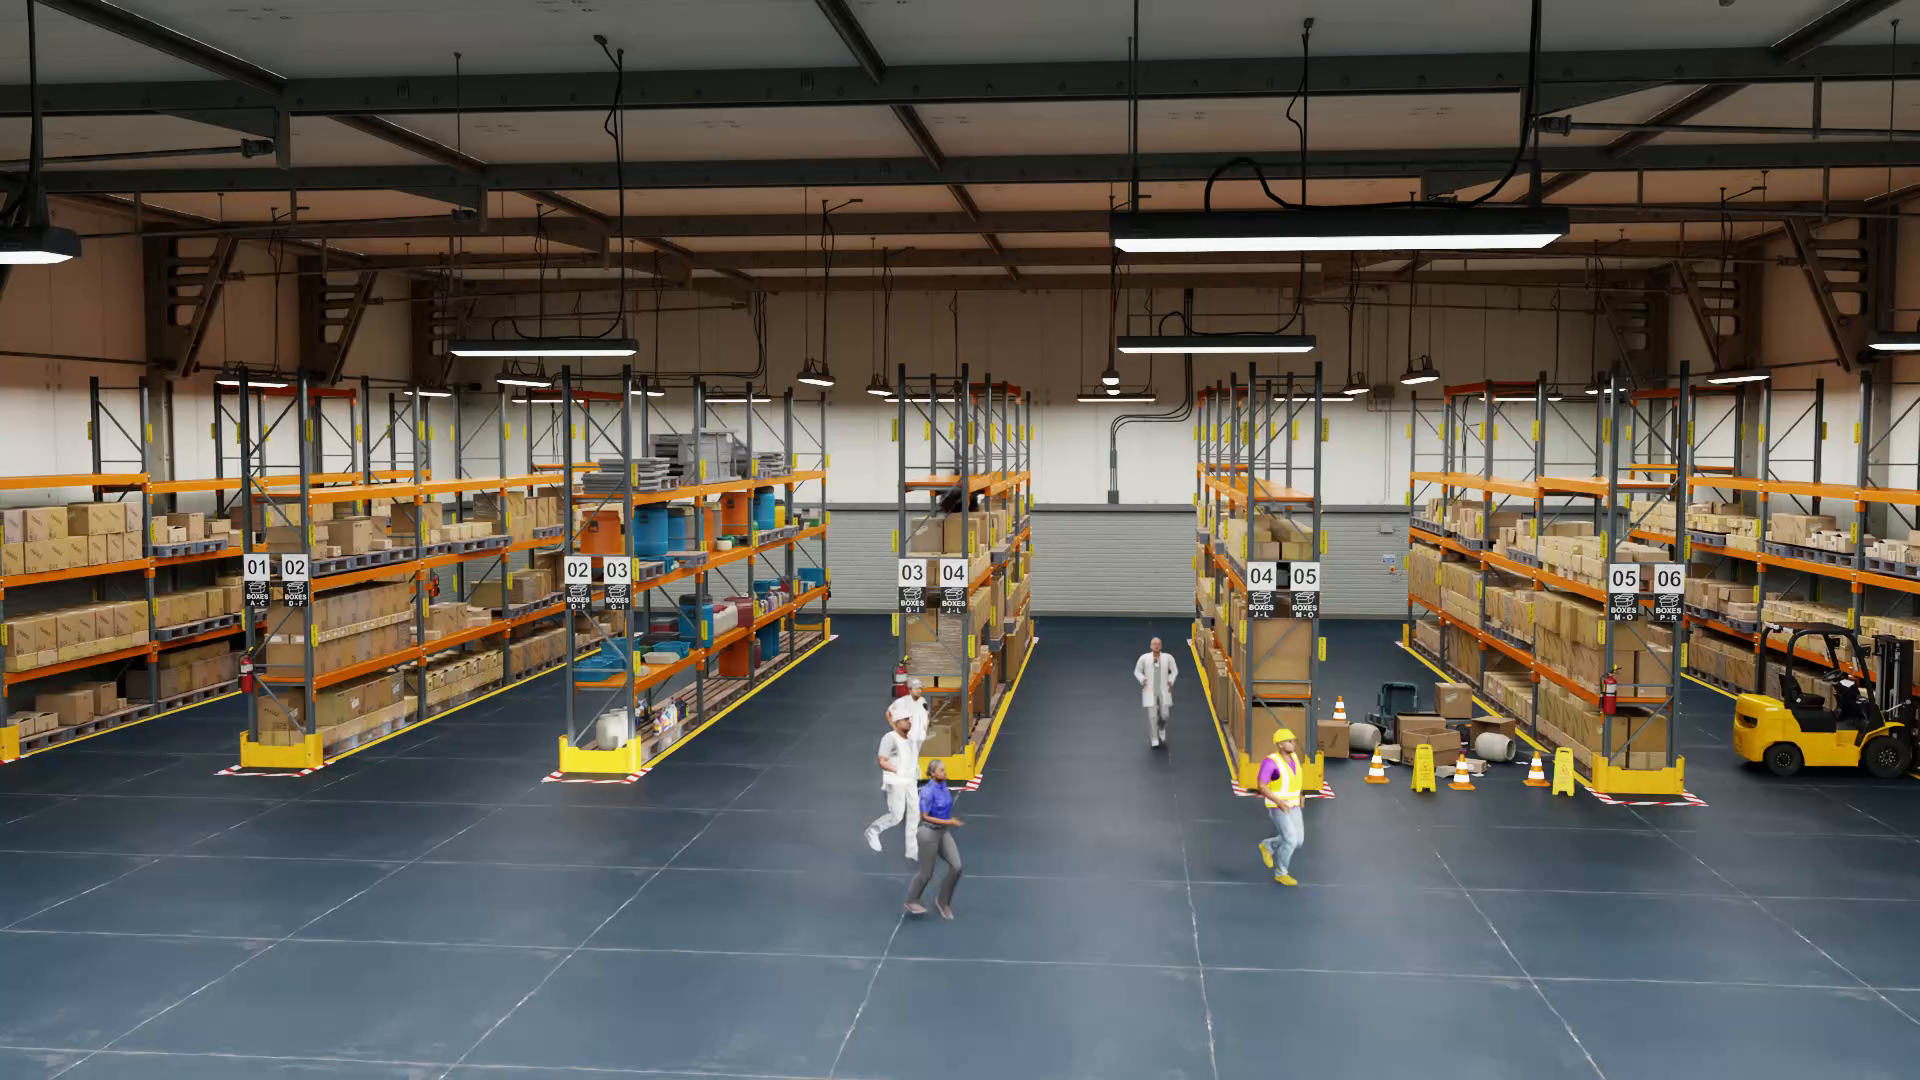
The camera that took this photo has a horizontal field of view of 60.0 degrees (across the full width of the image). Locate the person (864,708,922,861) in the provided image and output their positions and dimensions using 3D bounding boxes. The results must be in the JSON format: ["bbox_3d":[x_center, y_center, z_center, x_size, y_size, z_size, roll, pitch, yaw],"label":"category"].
[{"bbox_3d":[-0.729,2.861,19.589,0.827,1.786,0.709,2,4,33],"label":"person"}]

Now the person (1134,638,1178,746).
[{"bbox_3d":[3.139,2.428,26.575,0.705,1.727,0.660,0,4,2],"label":"person"}]

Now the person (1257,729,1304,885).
[{"bbox_3d":[3.561,2.950,18.589,0.602,1.720,0.733,4,5,44],"label":"person"}]

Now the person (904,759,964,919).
[{"bbox_3d":[-0.236,3.099,17.144,0.721,1.715,0.593,2,4,33],"label":"person"}]

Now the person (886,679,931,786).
[{"bbox_3d":[-0.671,2.735,22.590,0.635,1.723,0.747,-3,5,-41],"label":"person"}]
